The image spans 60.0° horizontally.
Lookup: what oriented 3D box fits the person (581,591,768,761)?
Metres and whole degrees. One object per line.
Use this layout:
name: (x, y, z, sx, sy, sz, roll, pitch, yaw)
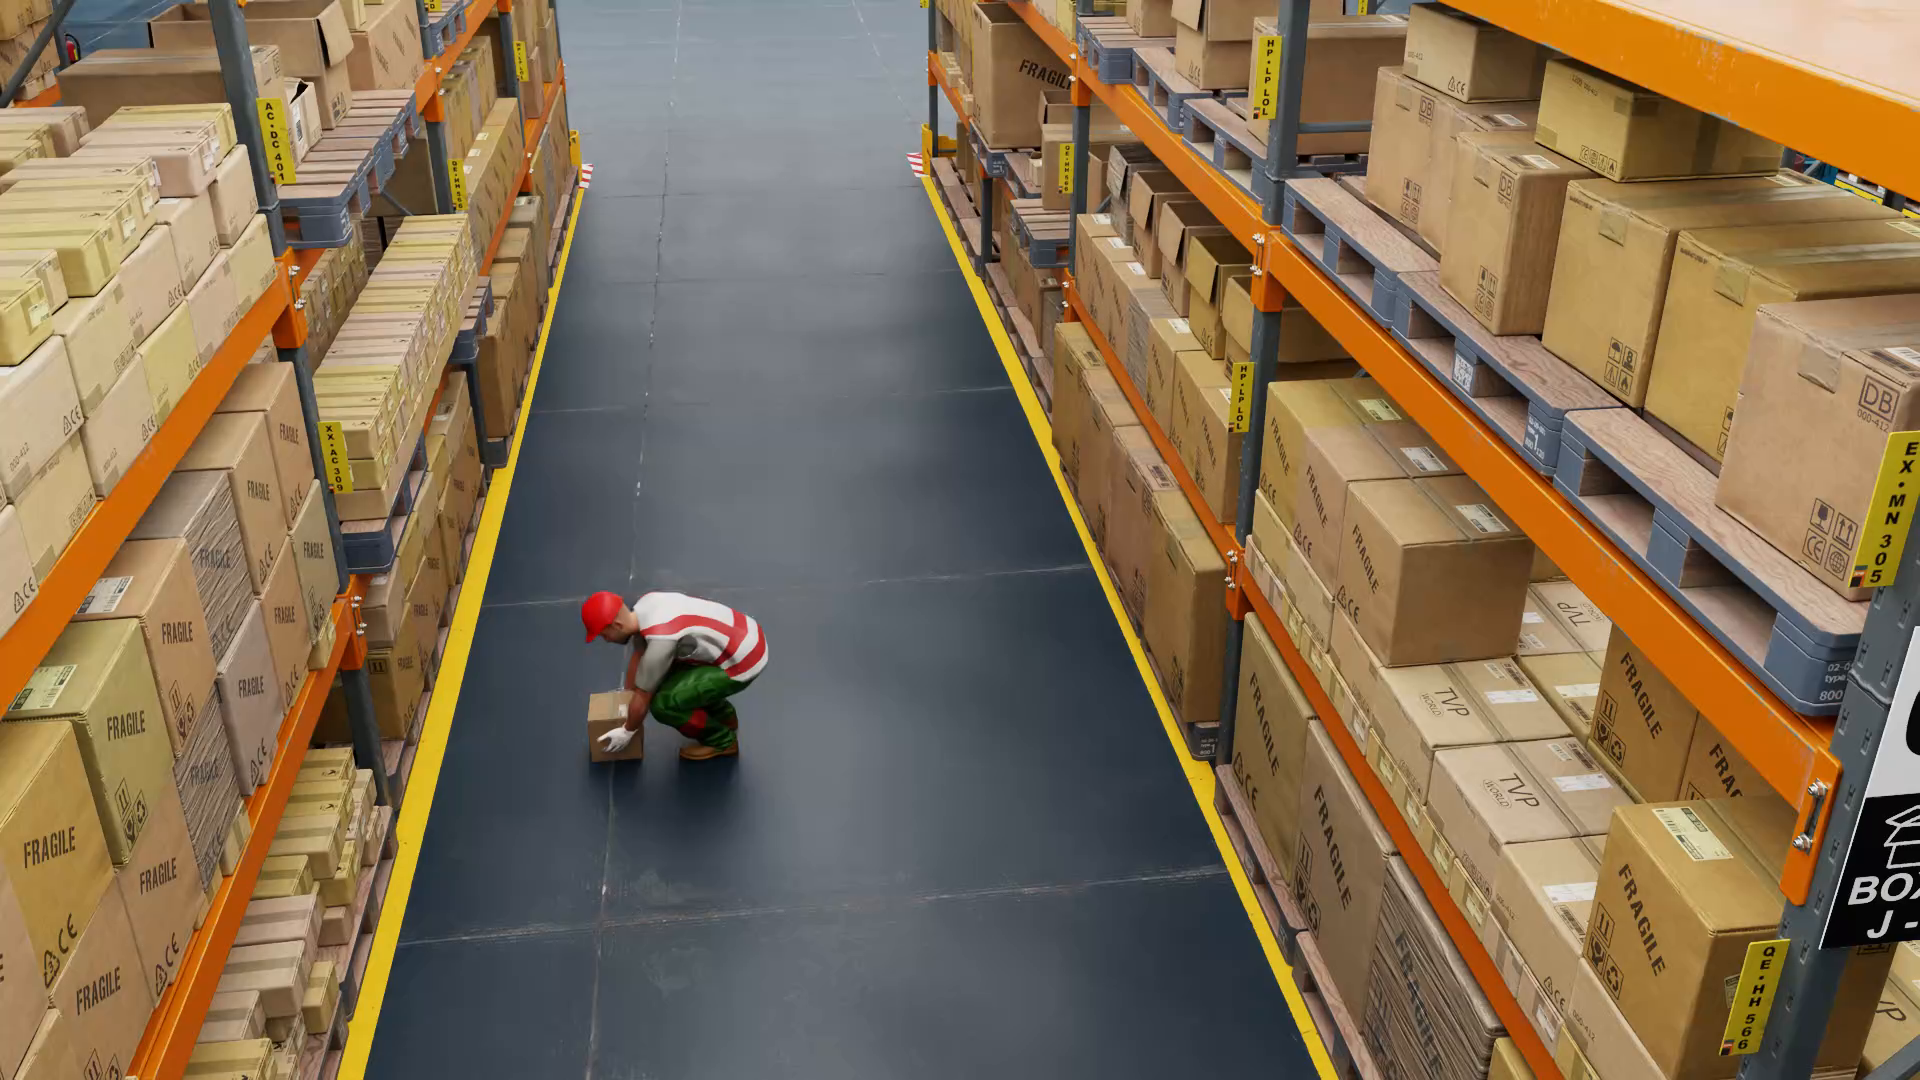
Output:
person: (-1.396, 0.635, 8.286, 0.885, 0.937, 0.570, -4, 27, -7)
